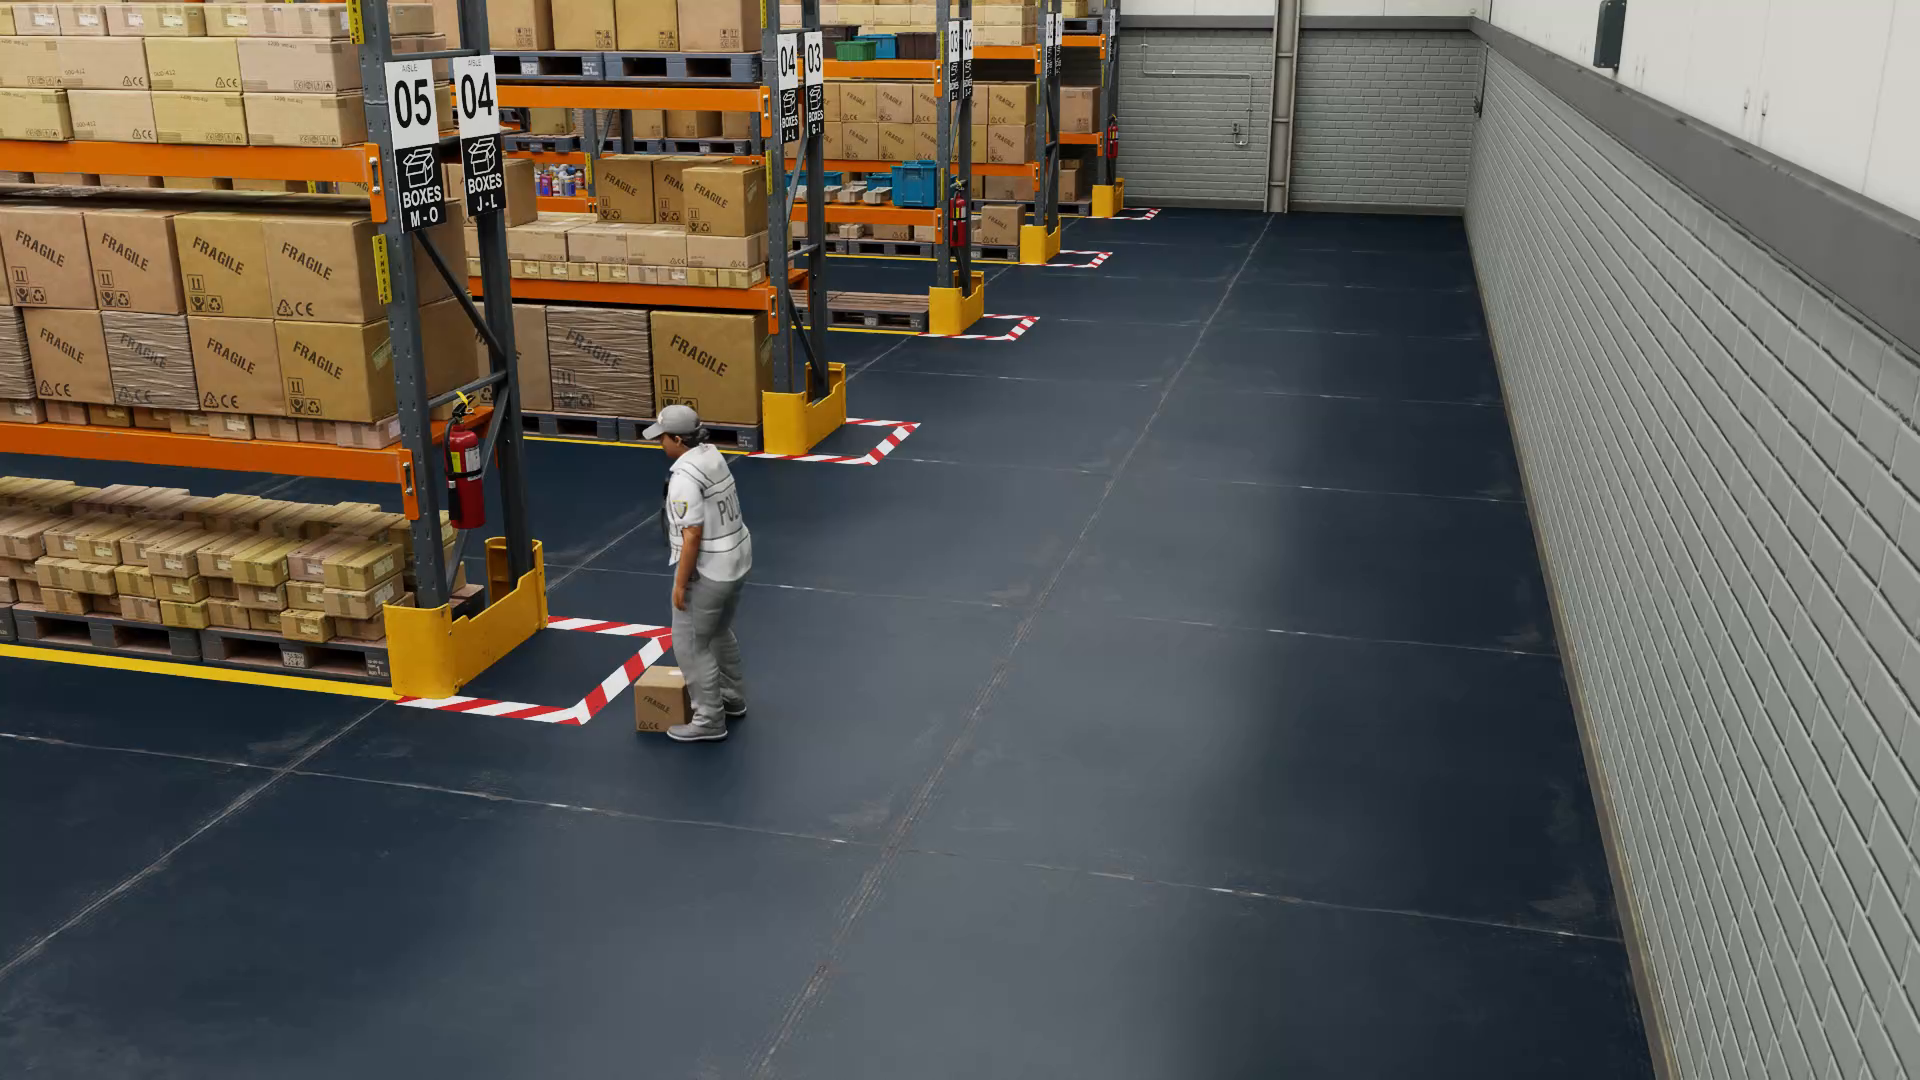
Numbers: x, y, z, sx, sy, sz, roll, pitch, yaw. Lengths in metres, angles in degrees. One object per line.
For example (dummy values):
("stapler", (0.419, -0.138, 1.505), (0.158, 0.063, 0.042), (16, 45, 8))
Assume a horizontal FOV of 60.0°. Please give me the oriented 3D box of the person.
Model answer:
("person", (-1.265, 0.149, 8.102), (0.473, 1.666, 0.550), (4, 19, 13))
